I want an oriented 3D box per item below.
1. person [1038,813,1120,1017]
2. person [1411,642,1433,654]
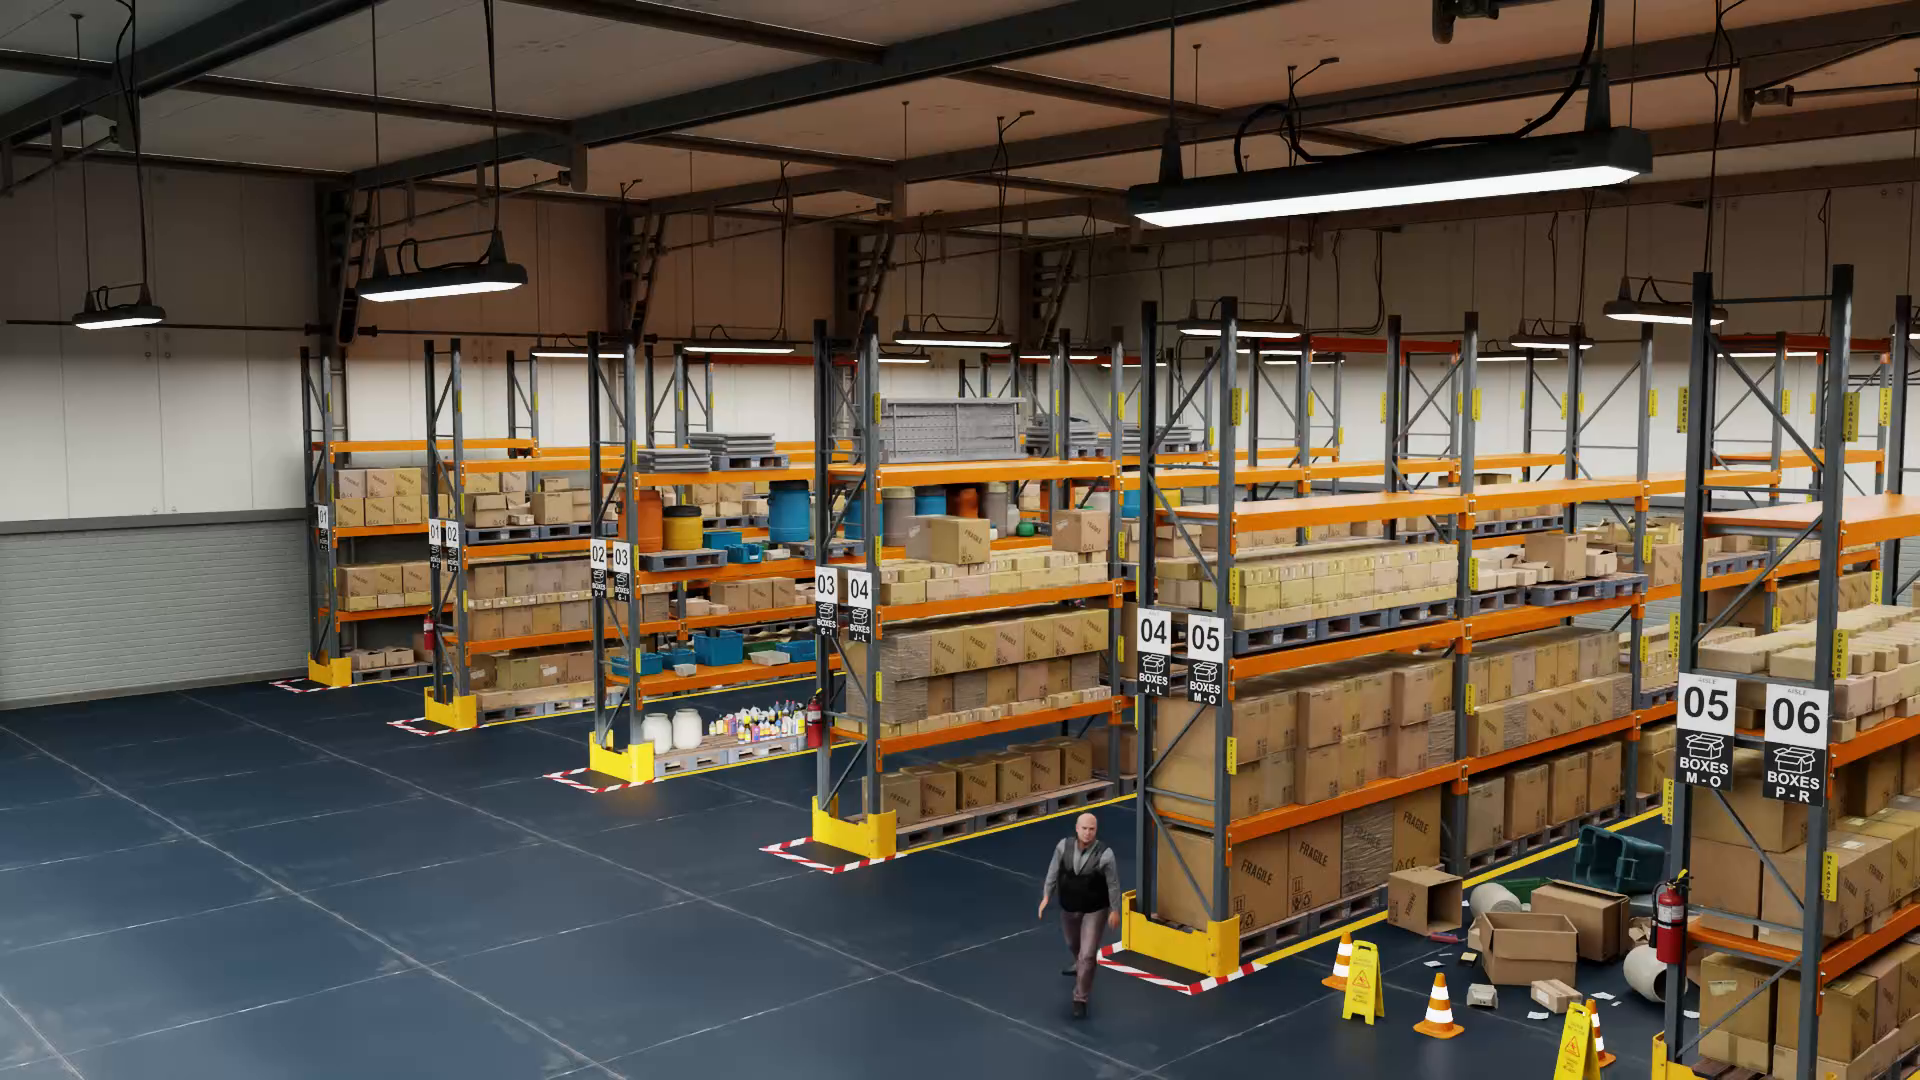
[{"bbox_3d":[1.051,3.090,14.077,0.653,1.669,0.990,2,6,24],"label":"person"},{"bbox_3d":[6.583,2.202,23.729,0.668,1.789,0.727,4,6,39],"label":"person"}]
